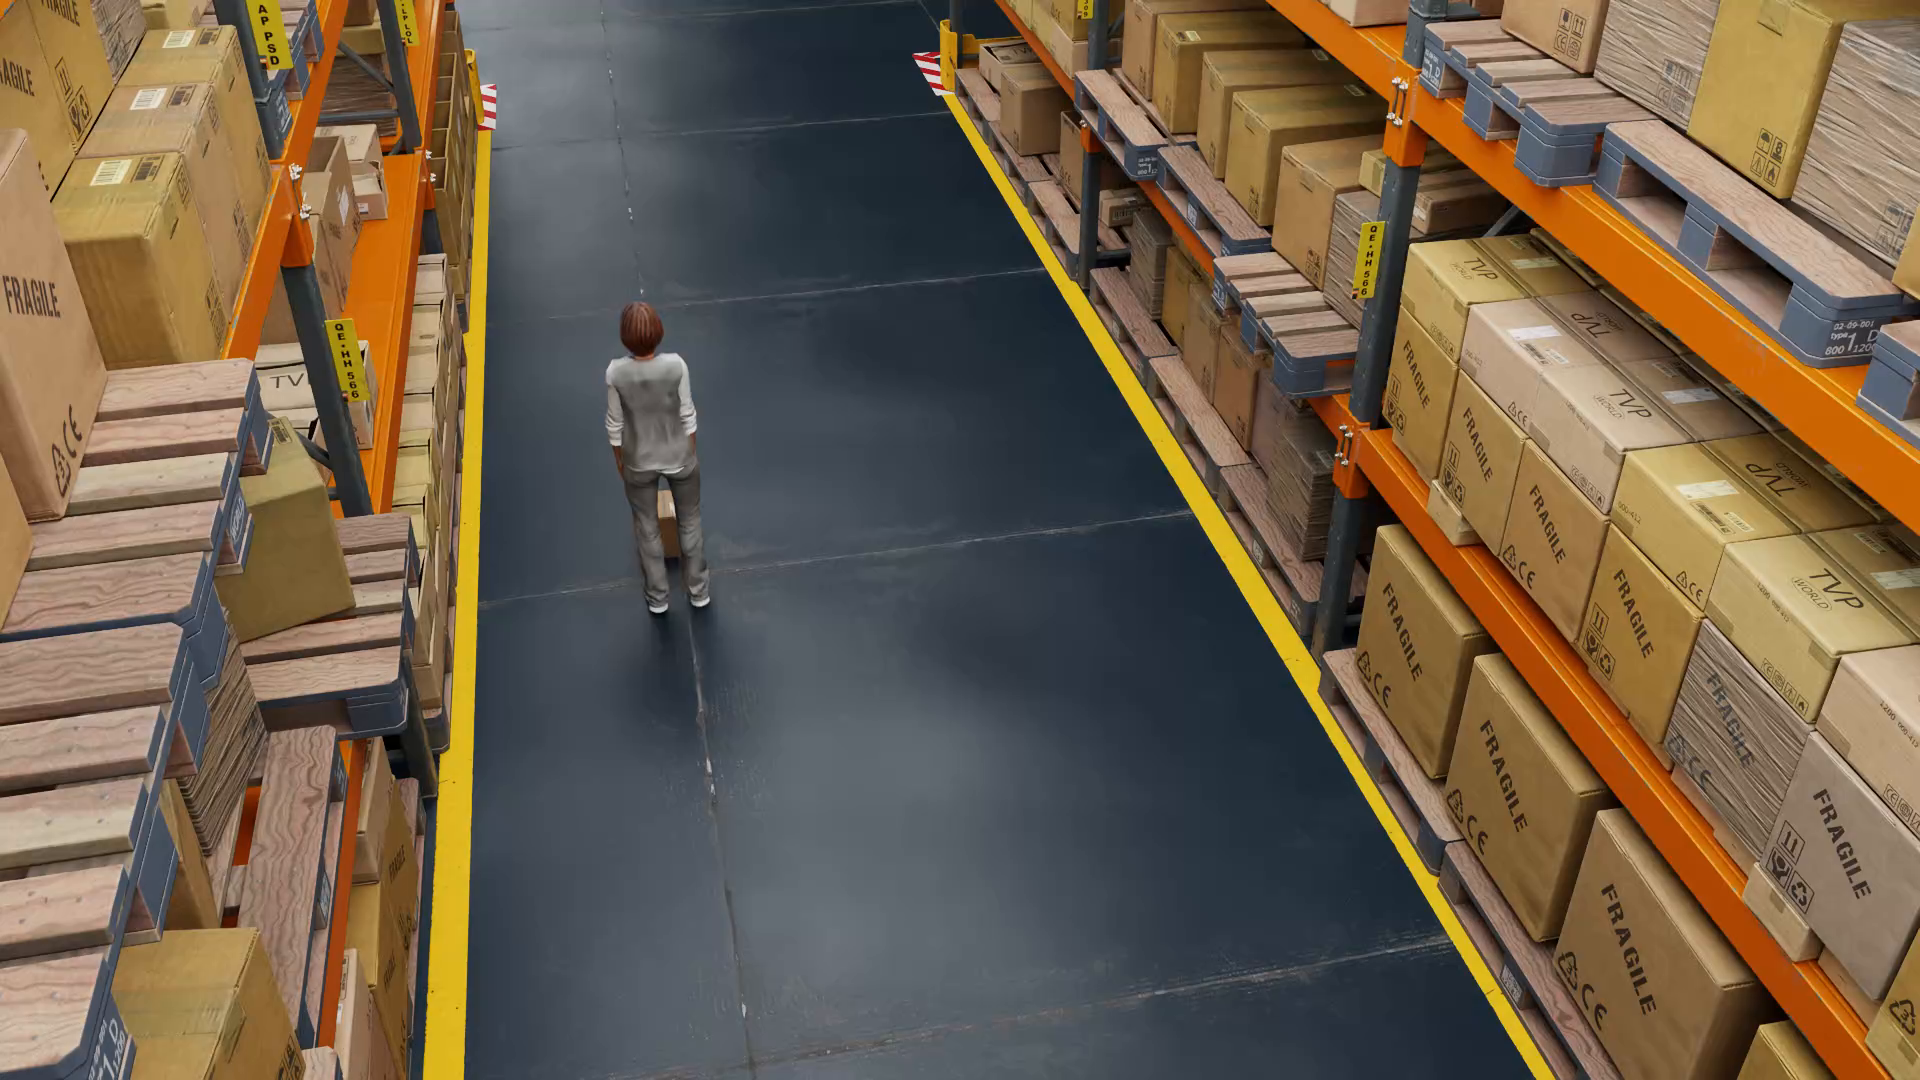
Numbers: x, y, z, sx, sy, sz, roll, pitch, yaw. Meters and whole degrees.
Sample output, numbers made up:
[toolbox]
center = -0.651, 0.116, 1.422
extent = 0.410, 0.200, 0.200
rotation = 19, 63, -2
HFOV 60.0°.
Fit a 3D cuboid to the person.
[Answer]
[person]
center = -1.405, -0.366, 7.685
extent = 0.407, 1.593, 0.306
rotation = -7, 35, -9
